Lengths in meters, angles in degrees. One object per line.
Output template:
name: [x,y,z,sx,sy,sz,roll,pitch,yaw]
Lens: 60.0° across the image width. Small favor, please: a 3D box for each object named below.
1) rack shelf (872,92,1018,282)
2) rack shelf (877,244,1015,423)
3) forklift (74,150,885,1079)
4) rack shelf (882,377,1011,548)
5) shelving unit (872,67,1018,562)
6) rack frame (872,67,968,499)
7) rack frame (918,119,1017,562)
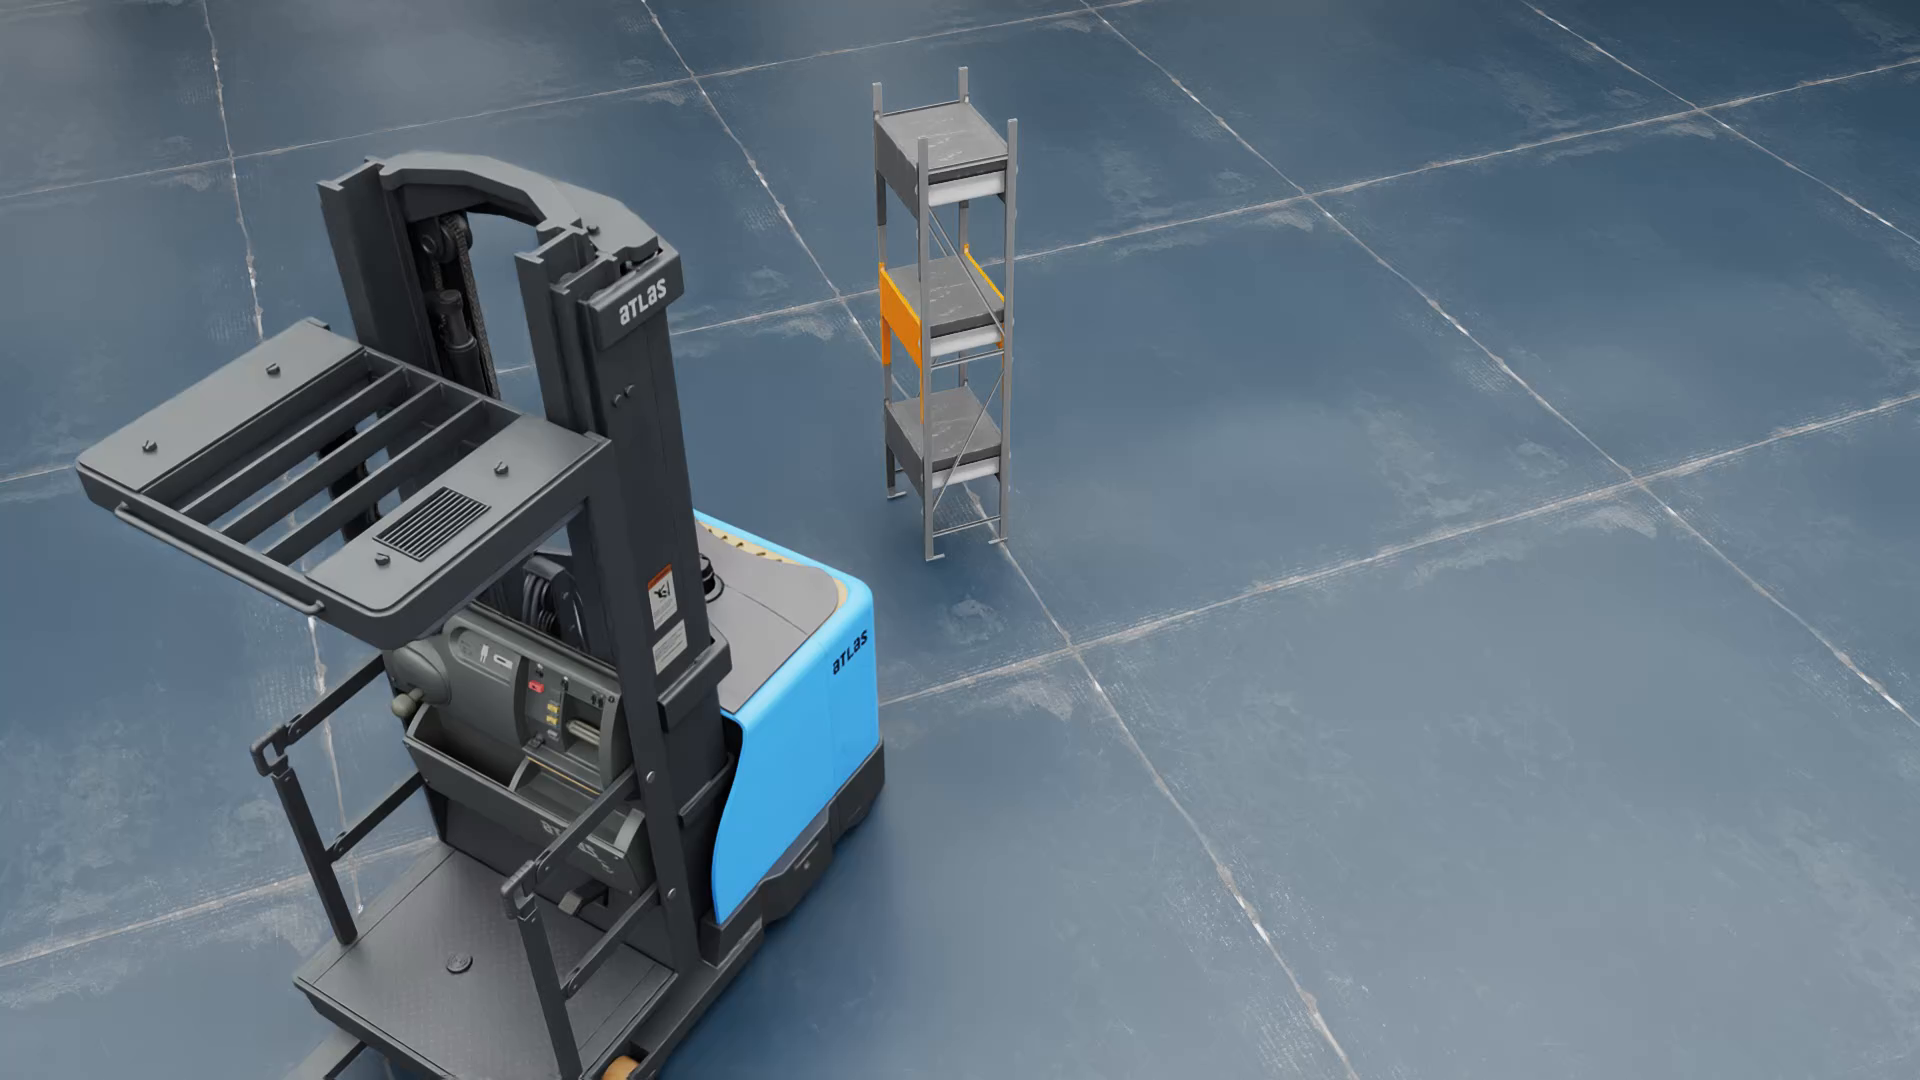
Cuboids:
rack shelf: [-0.063,-1.416,6.652,0.431,0.518,0.480,-15,43,-17]
rack shelf: [-0.063,-0.885,7.109,0.431,0.518,0.480,-15,43,-17]
forklift: [-1.489,0.515,4.821,1.130,2.935,3.031,22,45,23]
rack shelf: [-0.063,-0.355,7.565,0.431,0.518,0.480,-15,43,-17]
shelving unit: [-0.063,-0.896,7.100,0.431,2.100,0.503,-15,43,-17]
rack frame: [-0.157,-1.043,7.271,0.400,2.100,0.015,-15,43,-17]
rack frame: [0.030,-0.749,6.929,0.400,2.100,0.015,-15,43,-17]
